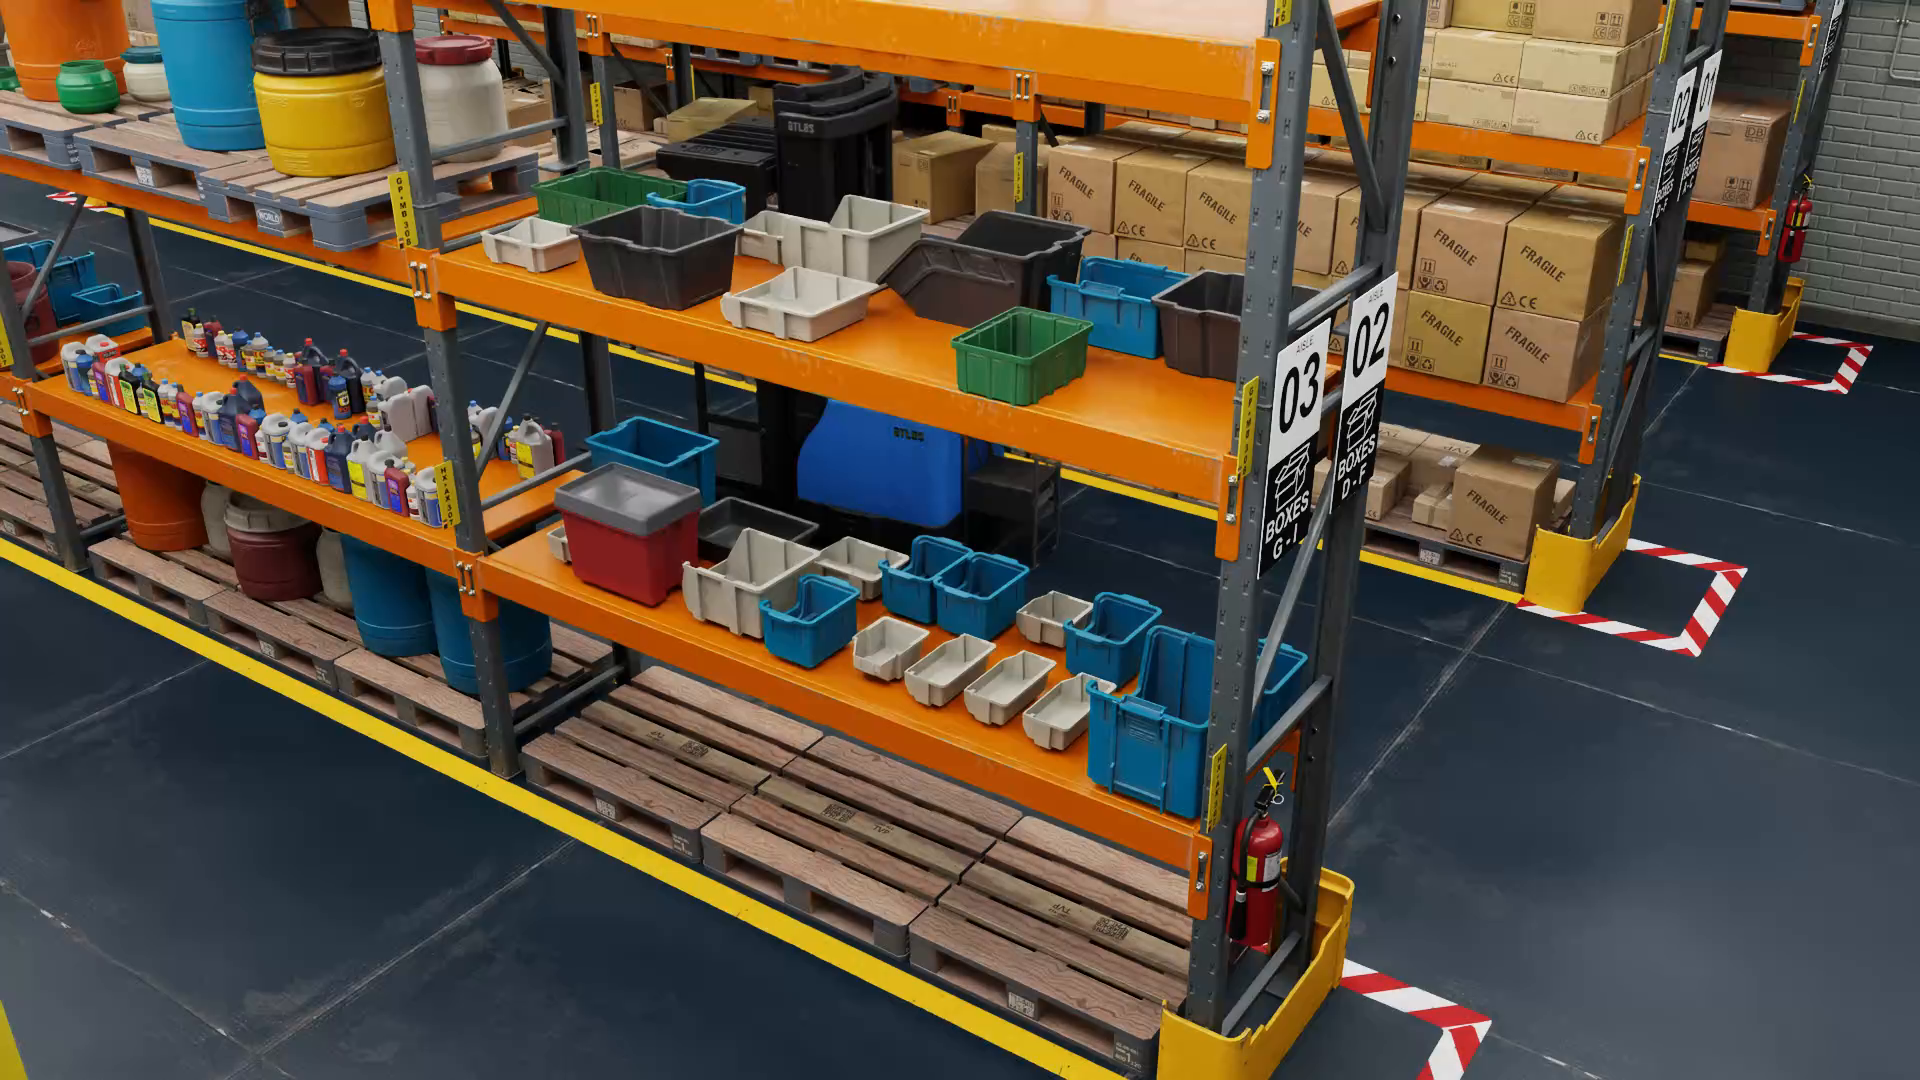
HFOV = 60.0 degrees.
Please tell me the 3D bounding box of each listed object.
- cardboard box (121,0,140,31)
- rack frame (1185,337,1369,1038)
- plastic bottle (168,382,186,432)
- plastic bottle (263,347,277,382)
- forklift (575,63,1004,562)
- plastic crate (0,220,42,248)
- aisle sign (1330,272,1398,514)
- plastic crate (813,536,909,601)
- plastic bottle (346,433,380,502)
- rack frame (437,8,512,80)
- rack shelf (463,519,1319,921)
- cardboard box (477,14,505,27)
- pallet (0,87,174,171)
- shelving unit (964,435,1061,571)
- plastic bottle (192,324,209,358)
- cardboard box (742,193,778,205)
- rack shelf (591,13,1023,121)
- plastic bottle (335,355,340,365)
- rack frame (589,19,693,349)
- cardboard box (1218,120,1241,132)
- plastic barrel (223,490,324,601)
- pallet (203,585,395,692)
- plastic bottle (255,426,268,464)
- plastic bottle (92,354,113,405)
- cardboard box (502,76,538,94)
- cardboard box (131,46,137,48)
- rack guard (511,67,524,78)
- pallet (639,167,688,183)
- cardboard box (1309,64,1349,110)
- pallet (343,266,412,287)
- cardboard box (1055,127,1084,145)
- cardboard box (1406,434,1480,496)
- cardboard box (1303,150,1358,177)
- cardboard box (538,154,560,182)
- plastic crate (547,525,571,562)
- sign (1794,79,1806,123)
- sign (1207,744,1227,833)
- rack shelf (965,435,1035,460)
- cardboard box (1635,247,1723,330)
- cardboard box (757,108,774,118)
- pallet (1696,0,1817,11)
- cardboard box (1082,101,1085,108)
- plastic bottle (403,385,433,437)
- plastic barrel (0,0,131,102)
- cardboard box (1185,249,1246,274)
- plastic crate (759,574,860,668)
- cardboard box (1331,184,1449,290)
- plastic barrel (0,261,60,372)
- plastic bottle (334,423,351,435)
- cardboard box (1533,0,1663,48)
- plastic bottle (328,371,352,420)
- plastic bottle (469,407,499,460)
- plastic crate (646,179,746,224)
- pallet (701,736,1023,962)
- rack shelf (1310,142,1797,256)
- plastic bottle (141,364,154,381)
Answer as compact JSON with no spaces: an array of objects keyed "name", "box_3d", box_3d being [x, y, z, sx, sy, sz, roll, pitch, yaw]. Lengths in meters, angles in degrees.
[{"name":"cardboard box","box_3d":[-8.326,-5.576,17.134,0.500,0.500,0.700,16,31,29]},{"name":"rack frame","box_3d":[1.197,0.735,6.273,0.127,3.000,1.000,17,32,30]},{"name":"plastic bottle","box_3d":[-4.382,-0.753,9.339,0.097,0.271,0.097,0,27,0]},{"name":"plastic bottle","box_3d":[-4.146,-1.066,10.031,0.097,0.201,0.097,0,27,0]},{"name":"forklift","box_3d":[-1.242,-1.605,10.947,3.031,2.935,1.130,13,30,23]},{"name":"plastic crate","box_3d":[-6.556,-1.878,11.336,0.583,0.464,0.402,17,32,30]},{"name":"aisle sign","box_3d":[1.425,-0.517,5.866,0.004,0.787,0.394,17,32,30]},{"name":"plastic crate","box_3d":[-0.494,0.133,7.680,0.466,0.136,0.293,17,32,30]},{"name":"plastic bottle","box_3d":[-3.043,-0.384,8.526,0.185,0.351,0.144,17,32,30]},{"name":"rack frame","box_3d":[-6.382,-7.078,21.625,0.127,3.000,1.000,17,32,30]},{"name":"rack shelf","box_3d":[-0.451,0.542,7.446,4.000,0.370,1.077,17,32,30]},{"name":"cardboard box","box_3d":[-5.724,-6.648,20.923,0.500,0.250,0.500,16,31,29]},{"name":"pallet","box_3d":[-4.822,-2.339,9.215,1.213,0.211,1.003,17,32,30]},{"name":"shelving unit","box_3d":[0.337,-0.868,10.414,0.503,2.100,0.431,13,30,23]},{"name":"plastic bottle","box_3d":[-4.737,-1.250,10.393,0.097,0.201,0.097,0,27,0]},{"name":"cardboard box","box_3d":[-1.361,-2.977,12.992,0.700,0.500,0.500,-24,36,-39]},{"name":"rack shelf","box_3d":[-0.941,-3.673,12.421,4.000,0.370,1.077,17,32,30]},{"name":"plastic bottle","box_3d":[-3.618,-0.948,9.709,0.133,0.283,0.061,17,32,30]},{"name":"rack frame","box_3d":[-2.590,-3.171,13.947,0.127,3.000,1.000,17,32,30]},{"name":"cardboard box","box_3d":[2.661,-4.014,15.859,0.250,0.149,0.380,18,32,32]},{"name":"plastic barrel","box_3d":[-4.053,-0.023,9.958,0.708,0.588,0.600,17,32,30]},{"name":"pallet","box_3d":[-3.722,0.423,9.959,1.213,0.211,1.003,17,32,30]},{"name":"plastic bottle","box_3d":[-3.738,-0.521,8.960,0.097,0.201,0.097,0,27,0]},{"name":"plastic bottle","box_3d":[-4.978,-0.934,9.681,0.133,0.283,0.061,17,32,30]},{"name":"cardboard box","box_3d":[-5.863,-5.864,21.720,0.500,0.311,0.500,14,30,25]},{"name":"cardboard box","box_3d":[-8.371,-5.012,17.455,0.500,0.500,0.700,18,32,32]},{"name":"rack guard","box_3d":[-6.320,-5.944,22.153,0.348,0.500,1.175,17,32,30]},{"name":"pallet","box_3d":[-1.991,-2.937,13.700,1.003,0.211,1.213,17,32,30]},{"name":"cardboard box","box_3d":[2.204,-2.810,10.097,0.500,0.250,0.500,17,32,30]},{"name":"pallet","box_3d":[-5.257,-2.780,16.255,1.213,0.211,1.003,17,32,30]},{"name":"cardboard box","box_3d":[1.462,-3.787,17.066,0.750,0.750,0.750,17,32,30]},{"name":"cardboard box","box_3d":[3.305,-0.461,11.169,0.500,0.250,0.500,17,32,30]},{"name":"cardboard box","box_3d":[2.524,-2.211,10.849,0.500,0.500,0.500,17,32,30]},{"name":"cardboard box","box_3d":[-3.487,-3.186,14.255,0.250,0.149,0.380,17,32,30]},{"name":"plastic crate","box_3d":[-1.797,-0.029,7.998,0.243,0.136,0.396,17,32,30]},{"name":"sign","box_3d":[6.488,-3.392,12.843,0.005,0.325,0.100,17,32,30]},{"name":"sign","box_3d":[0.899,0.872,5.824,0.005,0.325,0.100,17,32,30]},{"name":"rack shelf","box_3d":[0.337,-0.856,10.420,0.480,0.518,0.431,13,30,23]},{"name":"cardboard box","box_3d":[6.173,-2.185,14.303,0.500,0.500,0.700,17,32,30]},{"name":"cardboard box","box_3d":[-2.015,-4.836,19.491,0.500,0.500,0.700,17,31,29]},{"name":"pallet","box_3d":[6.189,-4.453,13.258,1.213,0.211,1.003,17,32,30]},{"name":"cardboard box","box_3d":[1.429,-4.429,16.676,0.250,0.149,0.380,18,32,31]},{"name":"plastic bottle","box_3d":[-3.029,-0.736,9.301,0.135,0.276,0.152,17,32,30]},{"name":"plastic barrel","box_3d":[-4.931,-2.888,9.149,0.708,0.830,0.600,17,32,30]},{"name":"cardboard box","box_3d":[1.808,-1.696,10.939,0.500,0.500,0.500,17,32,30]},{"name":"plastic crate","box_3d":[-0.641,0.351,7.146,0.300,0.233,0.416,17,32,30]},{"name":"cardboard box","box_3d":[2.635,-1.879,10.196,0.500,0.500,0.500,18,32,32]},{"name":"plastic barrel","box_3d":[-5.951,-1.386,10.291,0.708,0.536,0.600,17,32,30]},{"name":"plastic bottle","box_3d":[-3.269,-0.490,8.822,0.097,0.271,0.097,0,27,0]},{"name":"cardboard box","box_3d":[3.572,-3.069,9.228,0.500,0.500,0.700,17,32,30]},{"name":"plastic bottle","box_3d":[-3.542,-0.830,9.490,0.097,0.271,0.097,0,27,0]},{"name":"plastic bottle","box_3d":[-2.567,-0.593,9.018,0.135,0.276,0.152,17,32,30]},{"name":"plastic crate","box_3d":[-1.169,-1.440,7.425,0.300,0.233,0.416,17,32,30]},{"name":"pallet","box_3d":[-0.462,1.437,7.967,1.213,0.211,1.003,17,32,30]},{"name":"rack shelf","box_3d":[5.158,-3.162,14.724,4.000,0.370,1.077,17,32,30]},{"name":"plastic bottle","box_3d":[-4.787,-0.932,9.767,0.097,0.201,0.097,0,27,0]}]
